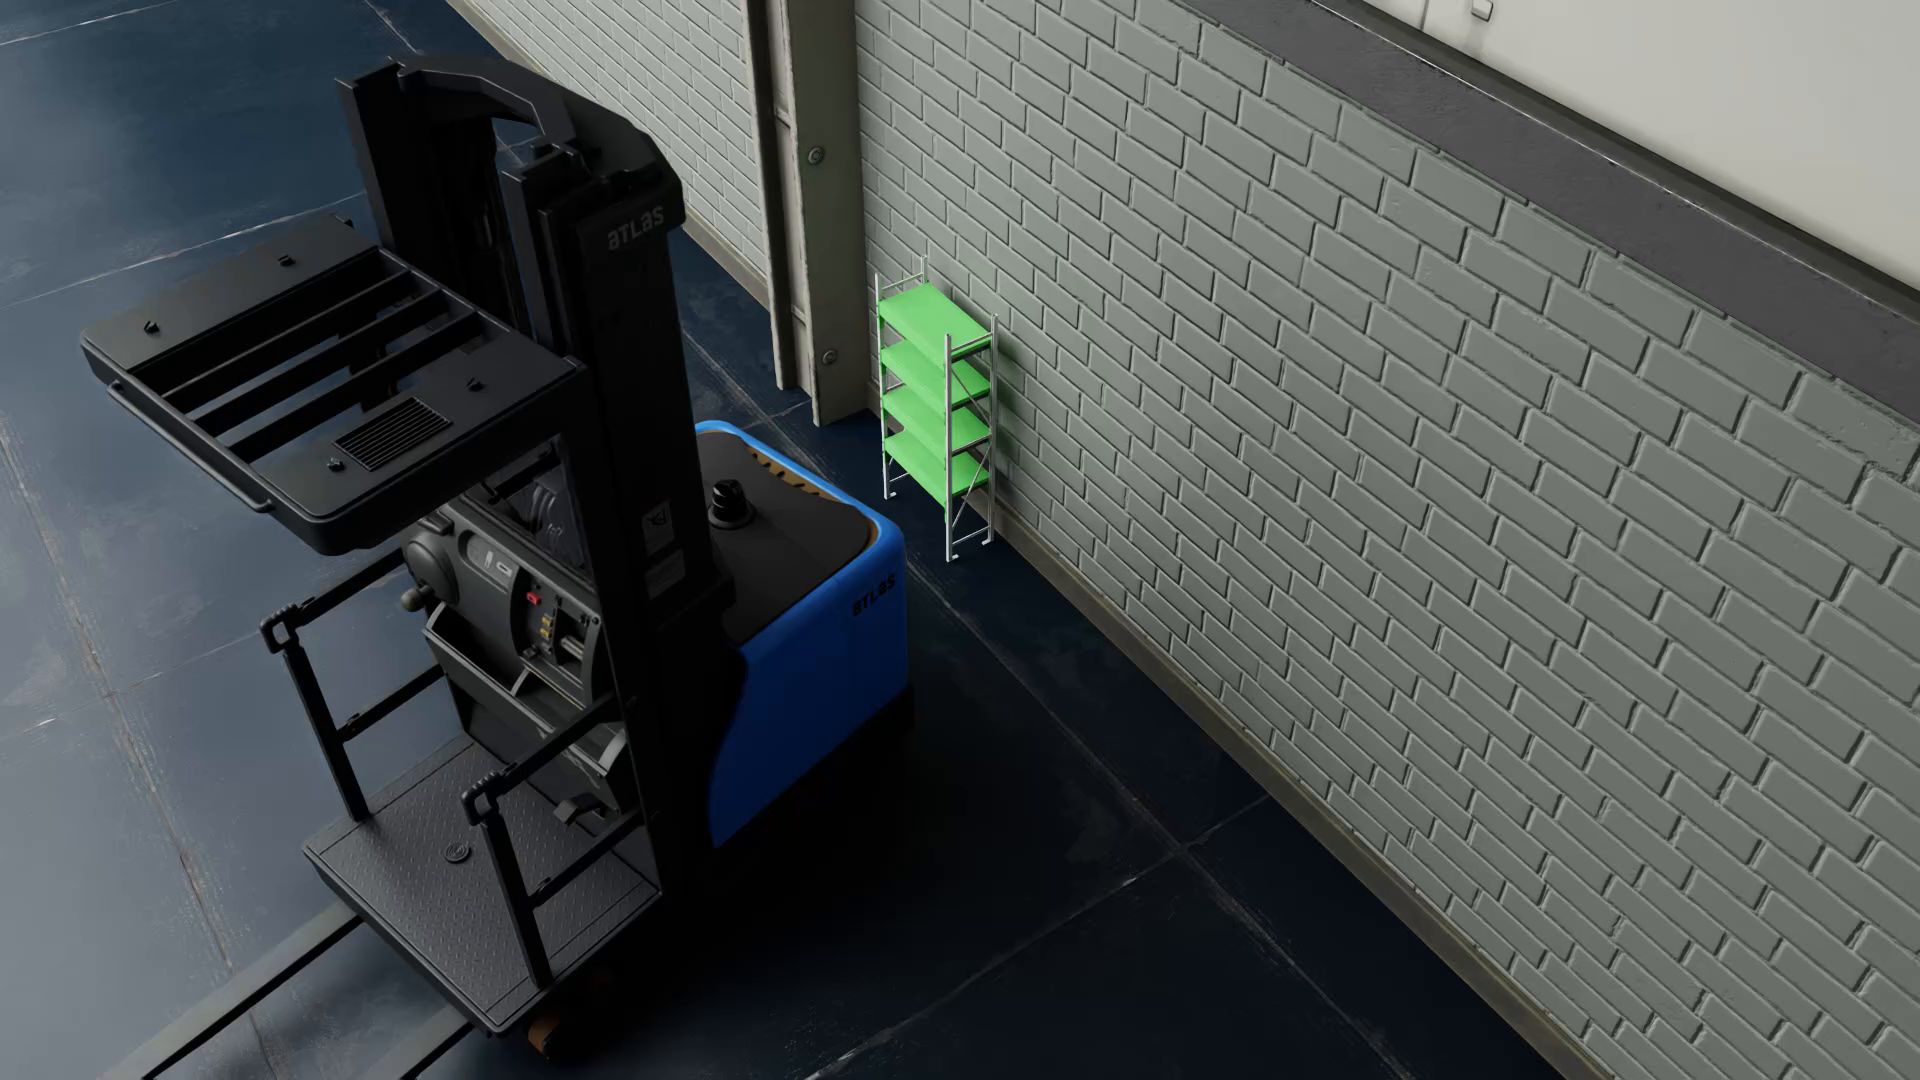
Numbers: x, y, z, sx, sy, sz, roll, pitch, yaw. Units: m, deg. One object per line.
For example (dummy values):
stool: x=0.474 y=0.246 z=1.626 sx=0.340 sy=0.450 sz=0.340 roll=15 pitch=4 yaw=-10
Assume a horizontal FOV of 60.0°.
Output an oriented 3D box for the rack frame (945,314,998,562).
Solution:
rack frame: x=0.045 y=-0.390 z=6.780 sx=0.240 sy=1.200 sz=0.015 roll=-26 pitch=49 yaw=-24

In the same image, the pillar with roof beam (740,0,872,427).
pillar with roof beam: x=-4.178 y=-2.253 z=3.084 sx=9.100 sy=9.000 sz=0.400 roll=-26 pitch=49 yaw=-24

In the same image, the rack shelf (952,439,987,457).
rack shelf: x=-0.095 y=-0.502 z=6.949 sx=0.199 sy=0.029 sz=0.442 roll=-26 pitch=49 yaw=-24

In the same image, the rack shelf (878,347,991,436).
rack shelf: x=-0.095 y=-0.655 z=6.803 sx=0.258 sy=0.148 sz=0.480 roll=-26 pitch=49 yaw=-24

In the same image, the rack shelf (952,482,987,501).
rack shelf: x=-0.095 y=-0.329 z=7.115 sx=0.199 sy=0.029 sz=0.442 roll=-26 pitch=49 yaw=-24

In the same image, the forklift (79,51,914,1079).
forklift: x=-1.521 y=0.232 z=4.876 sx=1.130 sy=2.935 sz=3.031 roll=31 pitch=52 yaw=28

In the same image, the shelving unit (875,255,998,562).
shelving unit: x=-0.095 y=-0.528 z=6.925 sx=0.258 sy=1.200 sz=0.503 roll=-26 pitch=49 yaw=-24

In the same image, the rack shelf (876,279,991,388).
rack shelf: x=-0.095 y=-0.829 z=6.638 sx=0.258 sy=0.148 sz=0.480 roll=-26 pitch=49 yaw=-24

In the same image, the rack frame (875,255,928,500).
rack frame: x=-0.234 y=-0.666 z=7.070 sx=0.240 sy=1.200 sz=0.015 roll=-26 pitch=49 yaw=-24
